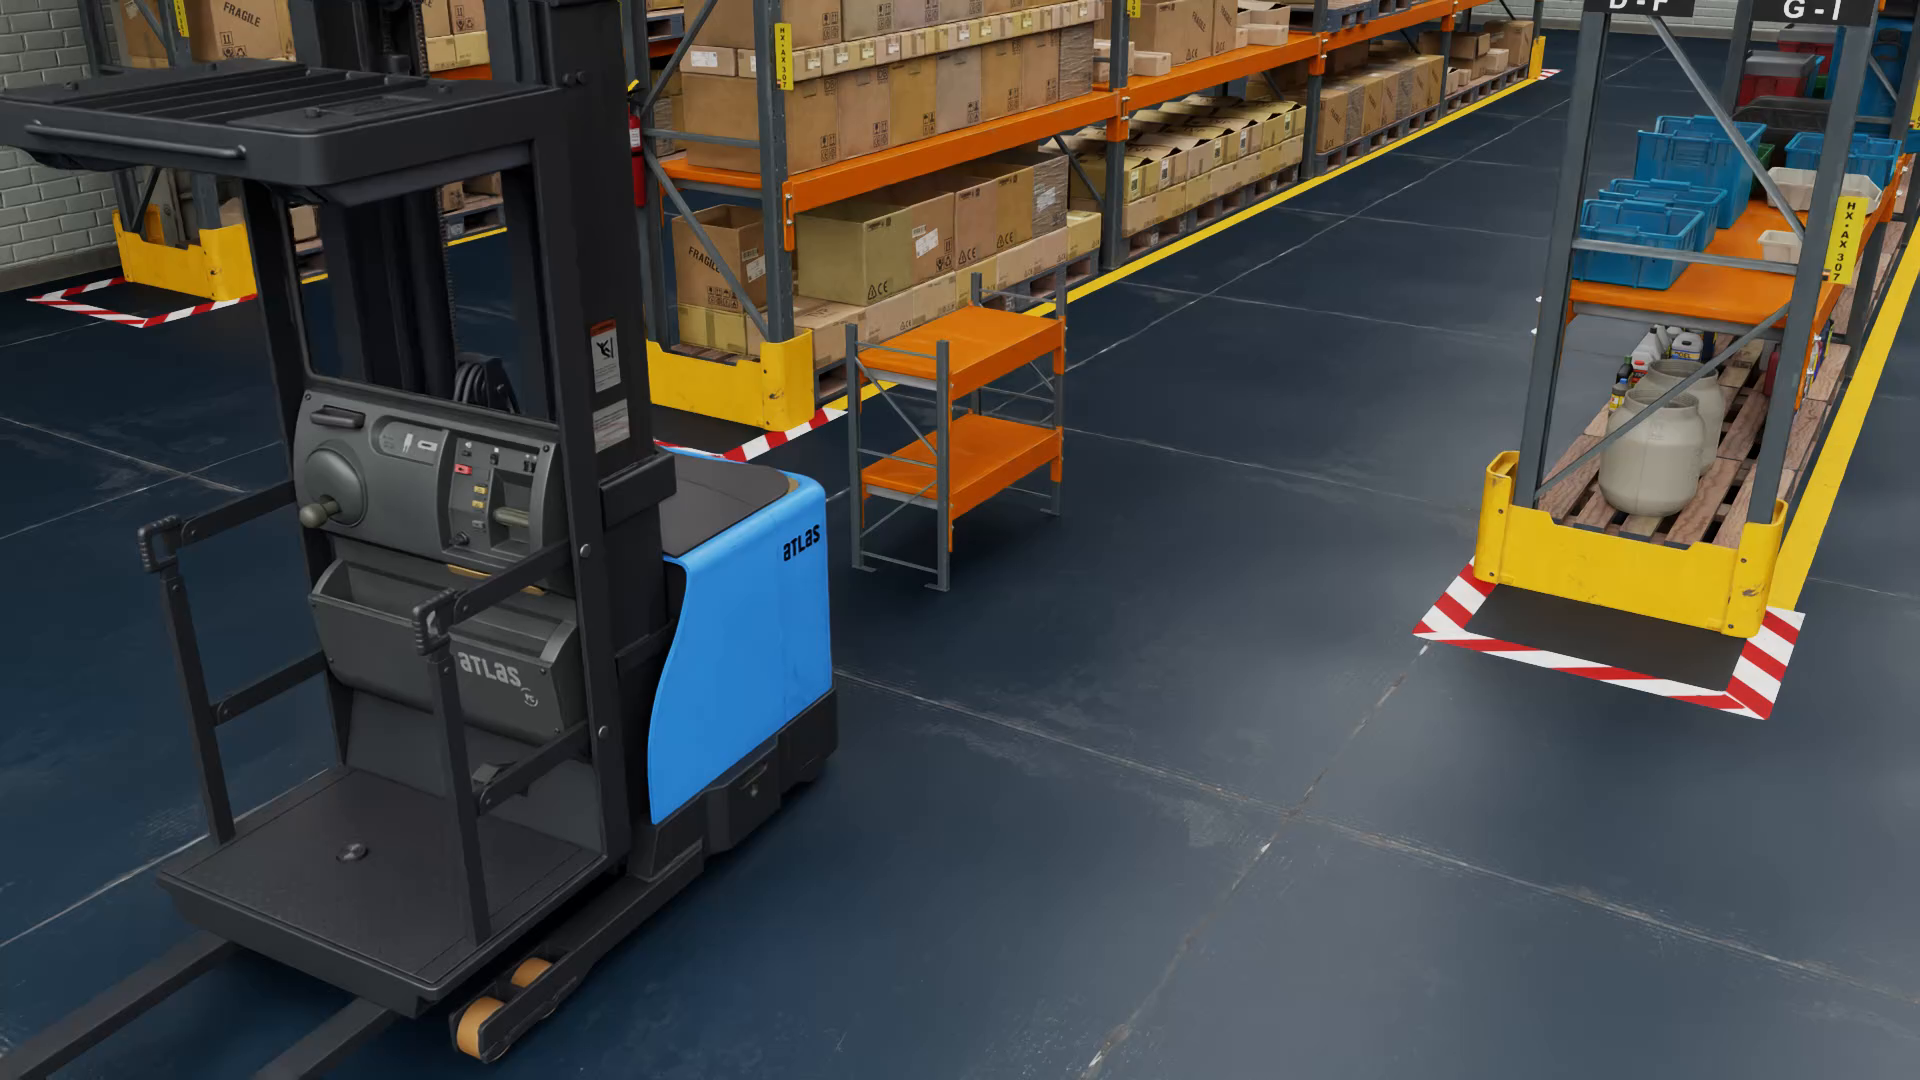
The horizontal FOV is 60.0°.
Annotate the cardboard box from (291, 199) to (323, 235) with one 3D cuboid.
[{"bbox_3d":[-4.834,-2.561,12.720,0.500,0.311,0.500,16,28,33],"label":"cardboard box"}]

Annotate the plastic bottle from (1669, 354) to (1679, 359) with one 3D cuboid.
[{"bbox_3d":[3.876,-0.911,9.048,0.097,0.201,0.097,0,23,0],"label":"plastic bottle"}]

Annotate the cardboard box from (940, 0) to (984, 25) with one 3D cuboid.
[{"bbox_3d":[-0.278,-3.481,10.256,0.700,0.500,0.500,14,27,29],"label":"cardboard box"}]

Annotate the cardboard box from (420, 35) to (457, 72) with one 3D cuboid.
[{"bbox_3d":[-4.245,-3.743,12.785,0.500,0.250,0.500,14,27,29],"label":"cardboard box"}]

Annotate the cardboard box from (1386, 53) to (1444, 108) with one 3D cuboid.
[{"bbox_3d":[4.948,-5.027,18.180,0.500,0.500,0.500,14,27,29],"label":"cardboard box"}]

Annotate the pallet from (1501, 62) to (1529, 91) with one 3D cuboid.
[{"bbox_3d":[6.615,-5.974,21.285,1.003,0.211,1.213,14,27,29],"label":"pallet"}]

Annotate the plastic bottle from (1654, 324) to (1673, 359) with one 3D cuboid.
[{"bbox_3d":[3.849,-1.053,9.188,0.144,0.351,0.185,14,27,29],"label":"plastic bottle"}]

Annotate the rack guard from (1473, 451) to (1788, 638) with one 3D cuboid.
[{"bbox_3d":[2.841,0.002,7.116,1.175,0.500,0.348,14,27,29],"label":"rack guard"}]

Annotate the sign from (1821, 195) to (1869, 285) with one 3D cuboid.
[{"bbox_3d":[3.306,-1.120,6.213,0.100,0.325,0.005,14,27,29],"label":"sign"}]

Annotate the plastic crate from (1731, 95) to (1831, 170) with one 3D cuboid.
[{"bbox_3d":[4.566,-2.281,9.322,0.767,0.338,0.504,14,27,29],"label":"plastic crate"}]

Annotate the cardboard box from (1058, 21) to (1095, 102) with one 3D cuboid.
[{"bbox_3d":[0.516,-3.394,11.688,0.700,0.500,0.500,13,27,28],"label":"cardboard box"}]

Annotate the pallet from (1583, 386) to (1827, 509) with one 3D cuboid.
[{"bbox_3d":[3.918,-0.549,8.752,1.003,0.211,1.213,14,27,29],"label":"pallet"}]

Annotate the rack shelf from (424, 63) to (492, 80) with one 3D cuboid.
[{"bbox_3d":[-4.521,-3.531,13.035,1.077,0.370,4.000,14,27,29],"label":"rack shelf"}]

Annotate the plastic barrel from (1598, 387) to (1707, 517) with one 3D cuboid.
[{"bbox_3d":[3.123,-0.399,7.498,0.421,0.512,0.421,0,23,0],"label":"plastic barrel"}]

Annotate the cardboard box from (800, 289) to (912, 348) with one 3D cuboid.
[{"bbox_3d":[-0.633,-1.384,10.103,0.500,0.250,0.500,14,27,29],"label":"cardboard box"}]

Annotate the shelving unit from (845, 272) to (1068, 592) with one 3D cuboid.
[{"bbox_3d":[0.004,-0.518,7.532,0.538,1.125,1.048,14,27,29],"label":"shelving unit"}]

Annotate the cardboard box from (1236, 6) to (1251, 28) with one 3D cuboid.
[{"bbox_3d":[2.218,-4.547,14.589,0.500,0.311,0.500,14,27,28],"label":"cardboard box"}]

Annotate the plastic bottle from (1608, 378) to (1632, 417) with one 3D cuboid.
[{"bbox_3d":[3.437,-0.739,8.650,0.097,0.201,0.097,0,23,0],"label":"plastic bottle"}]

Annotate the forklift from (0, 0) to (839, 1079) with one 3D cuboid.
[{"bbox_3d":[-1.579,-0.143,4.390,1.130,2.935,3.031,12,26,26],"label":"forklift"}]

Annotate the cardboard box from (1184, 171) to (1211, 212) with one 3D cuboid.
[{"bbox_3d":[1.709,-2.862,13.517,0.500,0.250,0.500,13,27,27],"label":"cardboard box"}]

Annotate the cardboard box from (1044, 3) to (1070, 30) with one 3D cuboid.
[{"bbox_3d":[0.515,-3.534,11.195,0.380,0.149,0.250,13,27,27],"label":"cardboard box"}]

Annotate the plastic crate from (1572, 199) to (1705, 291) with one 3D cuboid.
[{"bbox_3d":[2.850,-1.273,7.102,0.499,0.251,0.616,14,27,29],"label":"plastic crate"}]

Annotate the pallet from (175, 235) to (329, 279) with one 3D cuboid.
[{"bbox_3d":[-5.077,-2.198,12.563,1.003,0.211,1.213,14,27,29],"label":"pallet"}]

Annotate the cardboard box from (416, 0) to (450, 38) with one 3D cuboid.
[{"bbox_3d":[-4.260,-4.083,12.625,0.500,0.500,0.500,15,27,31],"label":"cardboard box"}]

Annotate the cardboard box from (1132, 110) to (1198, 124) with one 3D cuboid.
[{"bbox_3d":[1.788,-3.571,14.450,0.500,0.311,0.500,13,27,28],"label":"cardboard box"}]

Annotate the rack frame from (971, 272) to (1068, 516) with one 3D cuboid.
[{"bbox_3d":[0.272,-0.690,7.928,0.500,1.125,0.032,14,27,29],"label":"rack frame"}]

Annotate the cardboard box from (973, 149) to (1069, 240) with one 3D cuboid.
[{"bbox_3d":[0.412,-2.405,11.519,0.500,0.500,0.500,14,27,29],"label":"cardboard box"}]

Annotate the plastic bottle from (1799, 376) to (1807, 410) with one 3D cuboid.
[{"bbox_3d":[4.402,-0.824,8.758,0.097,0.271,0.097,0,23,0],"label":"plastic bottle"}]

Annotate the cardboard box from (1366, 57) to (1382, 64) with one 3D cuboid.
[{"bbox_3d":[4.230,-4.959,18.023,0.500,0.500,0.500,14,27,30],"label":"cardboard box"}]

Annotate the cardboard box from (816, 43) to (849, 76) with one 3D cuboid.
[{"bbox_3d":[-0.839,-2.669,9.198,0.380,0.149,0.250,13,27,28],"label":"cardboard box"}]

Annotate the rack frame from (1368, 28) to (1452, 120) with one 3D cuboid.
[{"bbox_3d":[4.964,-6.199,18.294,1.000,3.000,0.127,14,27,29],"label":"rack frame"}]

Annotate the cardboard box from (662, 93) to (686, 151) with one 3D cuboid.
[{"bbox_3d":[-2.862,-4.027,15.870,0.700,0.500,0.500,13,27,28],"label":"cardboard box"}]

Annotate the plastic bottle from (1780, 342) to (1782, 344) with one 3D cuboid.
[{"bbox_3d":[4.484,-0.976,9.095,0.061,0.283,0.133,14,27,29],"label":"plastic bottle"}]

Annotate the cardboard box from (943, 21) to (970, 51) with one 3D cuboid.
[{"bbox_3d":[-0.164,-3.098,10.189,0.380,0.149,0.250,14,27,29],"label":"cardboard box"}]

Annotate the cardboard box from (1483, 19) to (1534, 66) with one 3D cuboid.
[{"bbox_3d":[6.997,-6.369,21.278,0.500,0.500,0.500,14,27,29],"label":"cardboard box"}]

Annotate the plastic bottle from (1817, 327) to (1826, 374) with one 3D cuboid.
[{"bbox_3d":[4.755,-1.103,9.304,0.144,0.351,0.185,12,26,26],"label":"plastic bottle"}]

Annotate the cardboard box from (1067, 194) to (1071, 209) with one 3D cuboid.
[{"bbox_3d":[0.717,-2.631,12.983,0.500,0.250,0.500,14,27,28],"label":"cardboard box"}]

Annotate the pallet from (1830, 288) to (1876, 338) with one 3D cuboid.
[{"bbox_3d":[5.332,-1.453,10.841,1.003,0.211,1.213,14,27,29],"label":"pallet"}]

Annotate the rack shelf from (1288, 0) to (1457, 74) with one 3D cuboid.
[{"bbox_3d":[3.909,-5.194,16.877,1.077,0.370,4.000,14,27,29],"label":"rack shelf"}]

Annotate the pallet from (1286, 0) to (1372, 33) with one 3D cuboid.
[{"bbox_3d":[3.152,-5.004,15.776,1.213,0.211,1.003,14,27,29],"label":"pallet"}]

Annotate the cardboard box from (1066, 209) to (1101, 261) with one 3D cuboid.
[{"bbox_3d":[0.685,-2.227,12.052,0.500,0.250,0.500,14,27,29],"label":"cardboard box"}]

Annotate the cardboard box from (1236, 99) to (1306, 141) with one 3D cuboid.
[{"bbox_3d":[2.787,-3.809,14.999,0.500,0.311,0.500,15,27,30],"label":"cardboard box"}]

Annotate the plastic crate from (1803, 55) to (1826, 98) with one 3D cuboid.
[{"bbox_3d":[5.268,-2.890,10.670,0.392,0.384,0.575,14,27,29],"label":"plastic crate"}]

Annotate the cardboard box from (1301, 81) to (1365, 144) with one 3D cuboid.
[{"bbox_3d":[3.609,-4.175,16.212,0.500,0.500,0.500,13,27,27],"label":"cardboard box"}]

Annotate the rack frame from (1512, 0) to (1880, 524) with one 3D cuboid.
[{"bbox_3d":[2.841,-1.110,6.537,1.000,3.000,0.127,14,27,29],"label":"rack frame"}]

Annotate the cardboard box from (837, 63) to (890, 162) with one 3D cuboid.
[{"bbox_3d":[-0.835,-2.528,9.688,0.700,0.500,0.500,15,27,30],"label":"cardboard box"}]

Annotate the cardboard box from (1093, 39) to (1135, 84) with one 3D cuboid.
[{"bbox_3d":[0.967,-3.605,12.491,0.500,0.250,0.500,16,28,32],"label":"cardboard box"}]

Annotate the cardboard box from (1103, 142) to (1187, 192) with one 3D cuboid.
[{"bbox_3d":[1.443,-2.942,12.997,0.500,0.311,0.500,14,27,28],"label":"cardboard box"}]

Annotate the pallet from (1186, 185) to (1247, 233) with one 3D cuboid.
[{"bbox_3d":[1.743,-2.890,14.159,1.003,0.211,1.213,14,27,29],"label":"pallet"}]
